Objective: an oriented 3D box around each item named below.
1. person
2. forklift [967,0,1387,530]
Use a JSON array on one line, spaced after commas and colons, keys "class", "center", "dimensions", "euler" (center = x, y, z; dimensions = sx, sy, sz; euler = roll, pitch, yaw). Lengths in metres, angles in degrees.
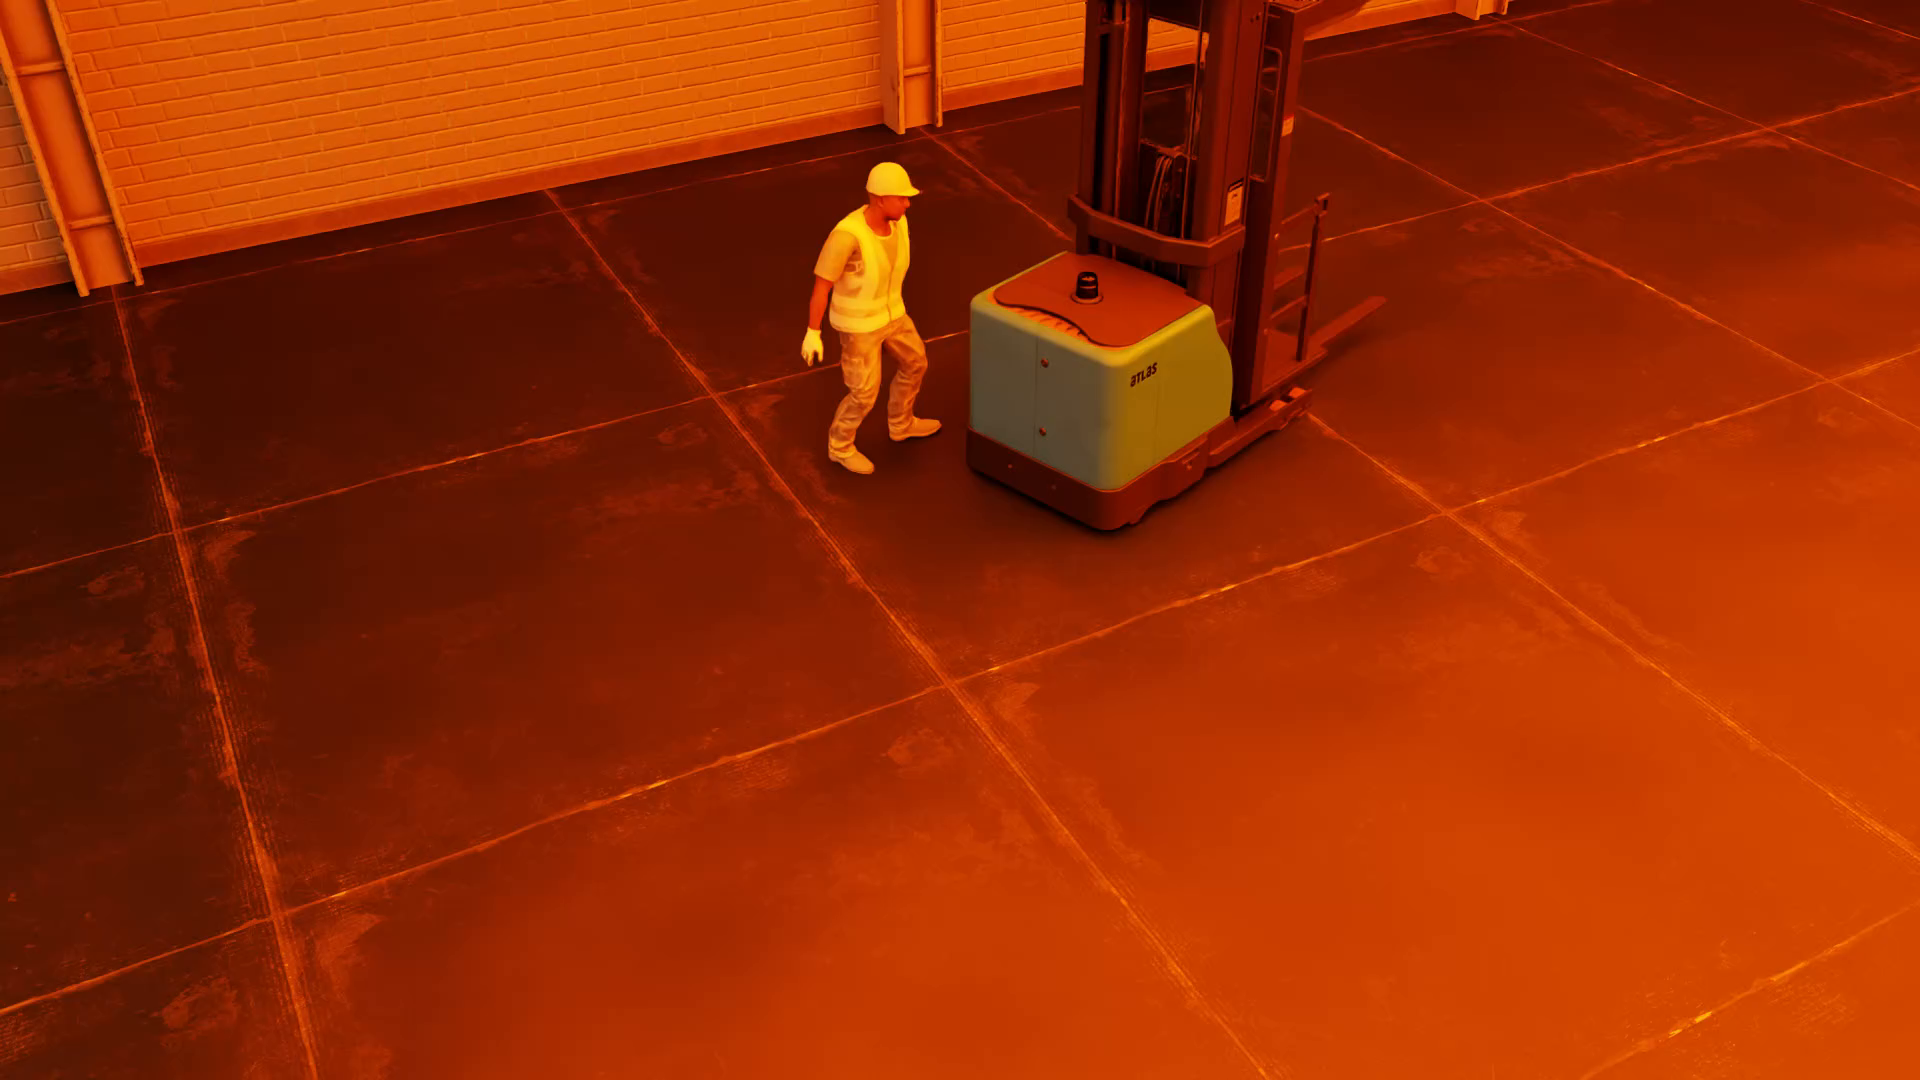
[{"class": "person", "center": [-0.459, -1.166, 8.825], "dimensions": [0.458, 1.746, 0.897], "euler": [23, 41, 29]}, {"class": "forklift", "center": [1.403, -2.011, 8.968], "dimensions": [1.130, 2.935, 3.031], "euler": [28, 44, 34]}]
